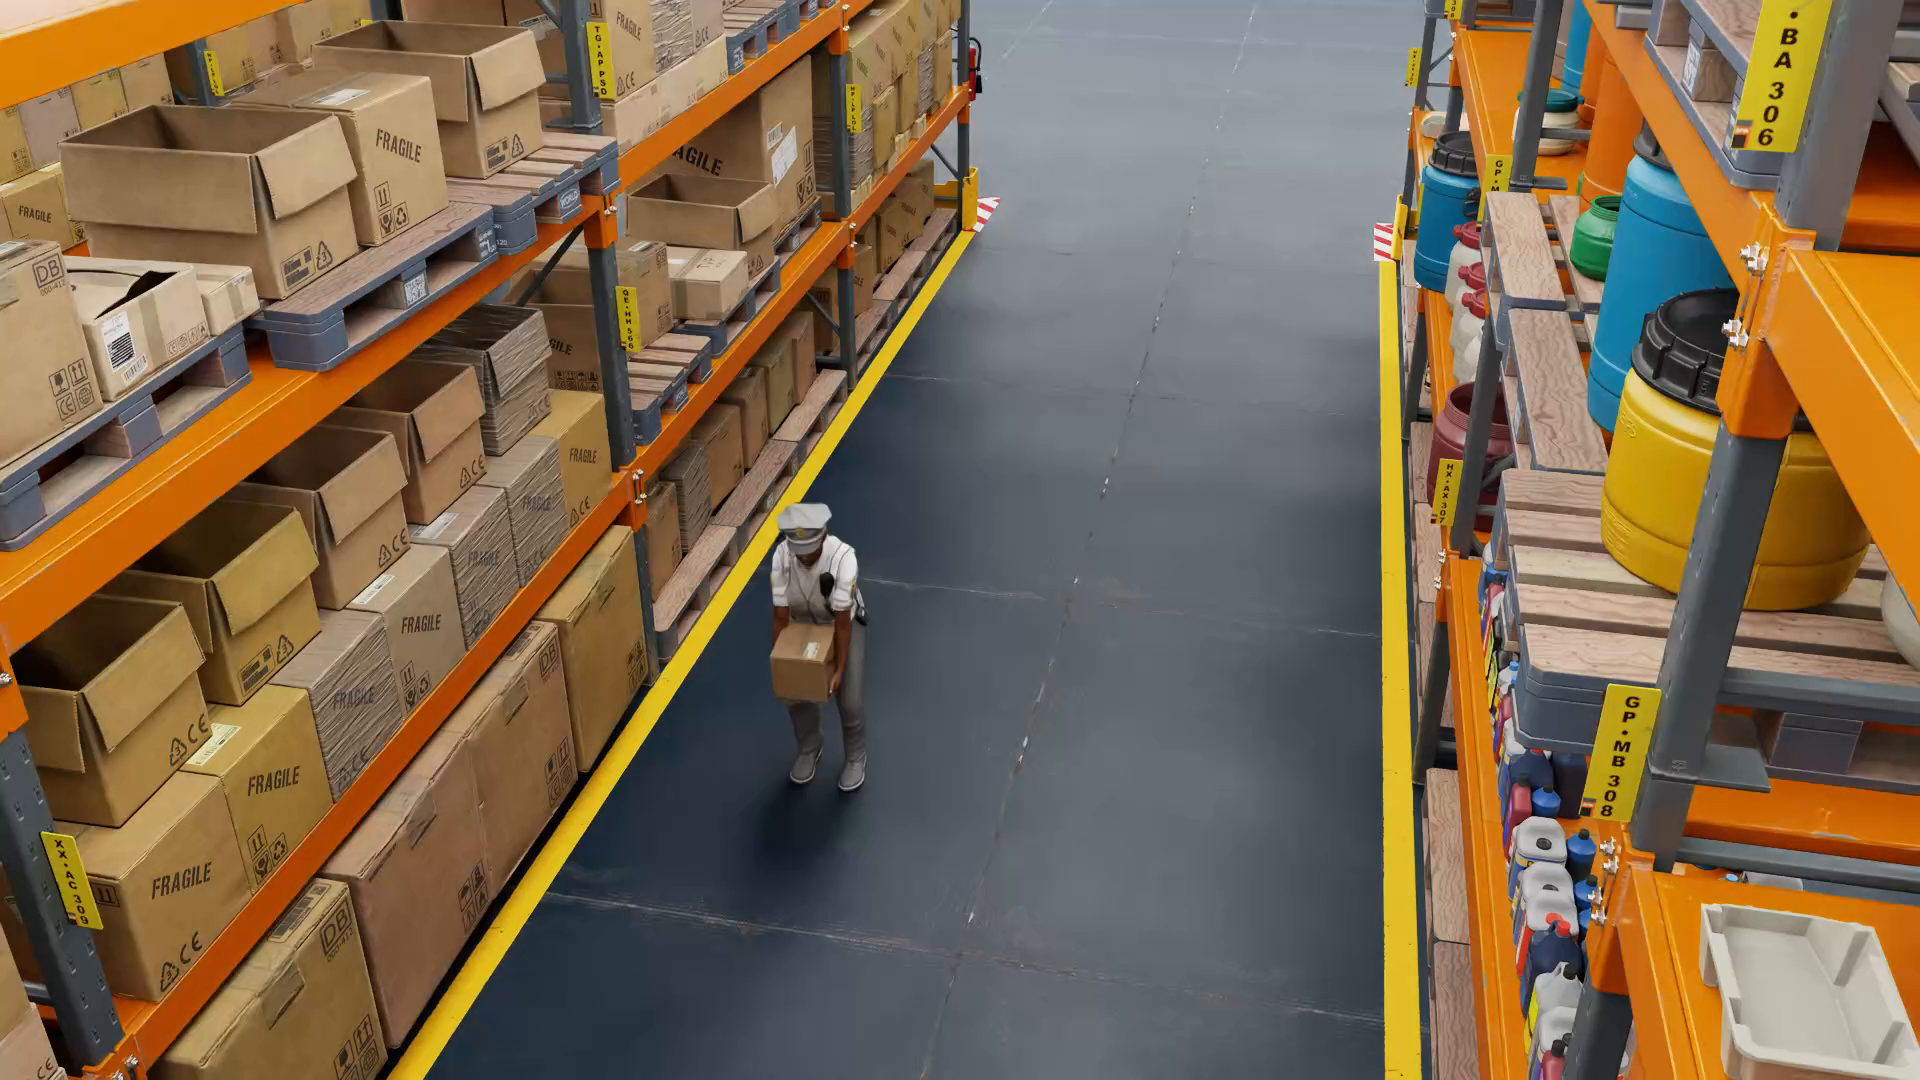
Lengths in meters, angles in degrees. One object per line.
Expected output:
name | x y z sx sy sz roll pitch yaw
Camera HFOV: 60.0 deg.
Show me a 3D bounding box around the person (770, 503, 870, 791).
person | -0.657 0.490 7.807 0.412 1.595 0.576 5 29 10
